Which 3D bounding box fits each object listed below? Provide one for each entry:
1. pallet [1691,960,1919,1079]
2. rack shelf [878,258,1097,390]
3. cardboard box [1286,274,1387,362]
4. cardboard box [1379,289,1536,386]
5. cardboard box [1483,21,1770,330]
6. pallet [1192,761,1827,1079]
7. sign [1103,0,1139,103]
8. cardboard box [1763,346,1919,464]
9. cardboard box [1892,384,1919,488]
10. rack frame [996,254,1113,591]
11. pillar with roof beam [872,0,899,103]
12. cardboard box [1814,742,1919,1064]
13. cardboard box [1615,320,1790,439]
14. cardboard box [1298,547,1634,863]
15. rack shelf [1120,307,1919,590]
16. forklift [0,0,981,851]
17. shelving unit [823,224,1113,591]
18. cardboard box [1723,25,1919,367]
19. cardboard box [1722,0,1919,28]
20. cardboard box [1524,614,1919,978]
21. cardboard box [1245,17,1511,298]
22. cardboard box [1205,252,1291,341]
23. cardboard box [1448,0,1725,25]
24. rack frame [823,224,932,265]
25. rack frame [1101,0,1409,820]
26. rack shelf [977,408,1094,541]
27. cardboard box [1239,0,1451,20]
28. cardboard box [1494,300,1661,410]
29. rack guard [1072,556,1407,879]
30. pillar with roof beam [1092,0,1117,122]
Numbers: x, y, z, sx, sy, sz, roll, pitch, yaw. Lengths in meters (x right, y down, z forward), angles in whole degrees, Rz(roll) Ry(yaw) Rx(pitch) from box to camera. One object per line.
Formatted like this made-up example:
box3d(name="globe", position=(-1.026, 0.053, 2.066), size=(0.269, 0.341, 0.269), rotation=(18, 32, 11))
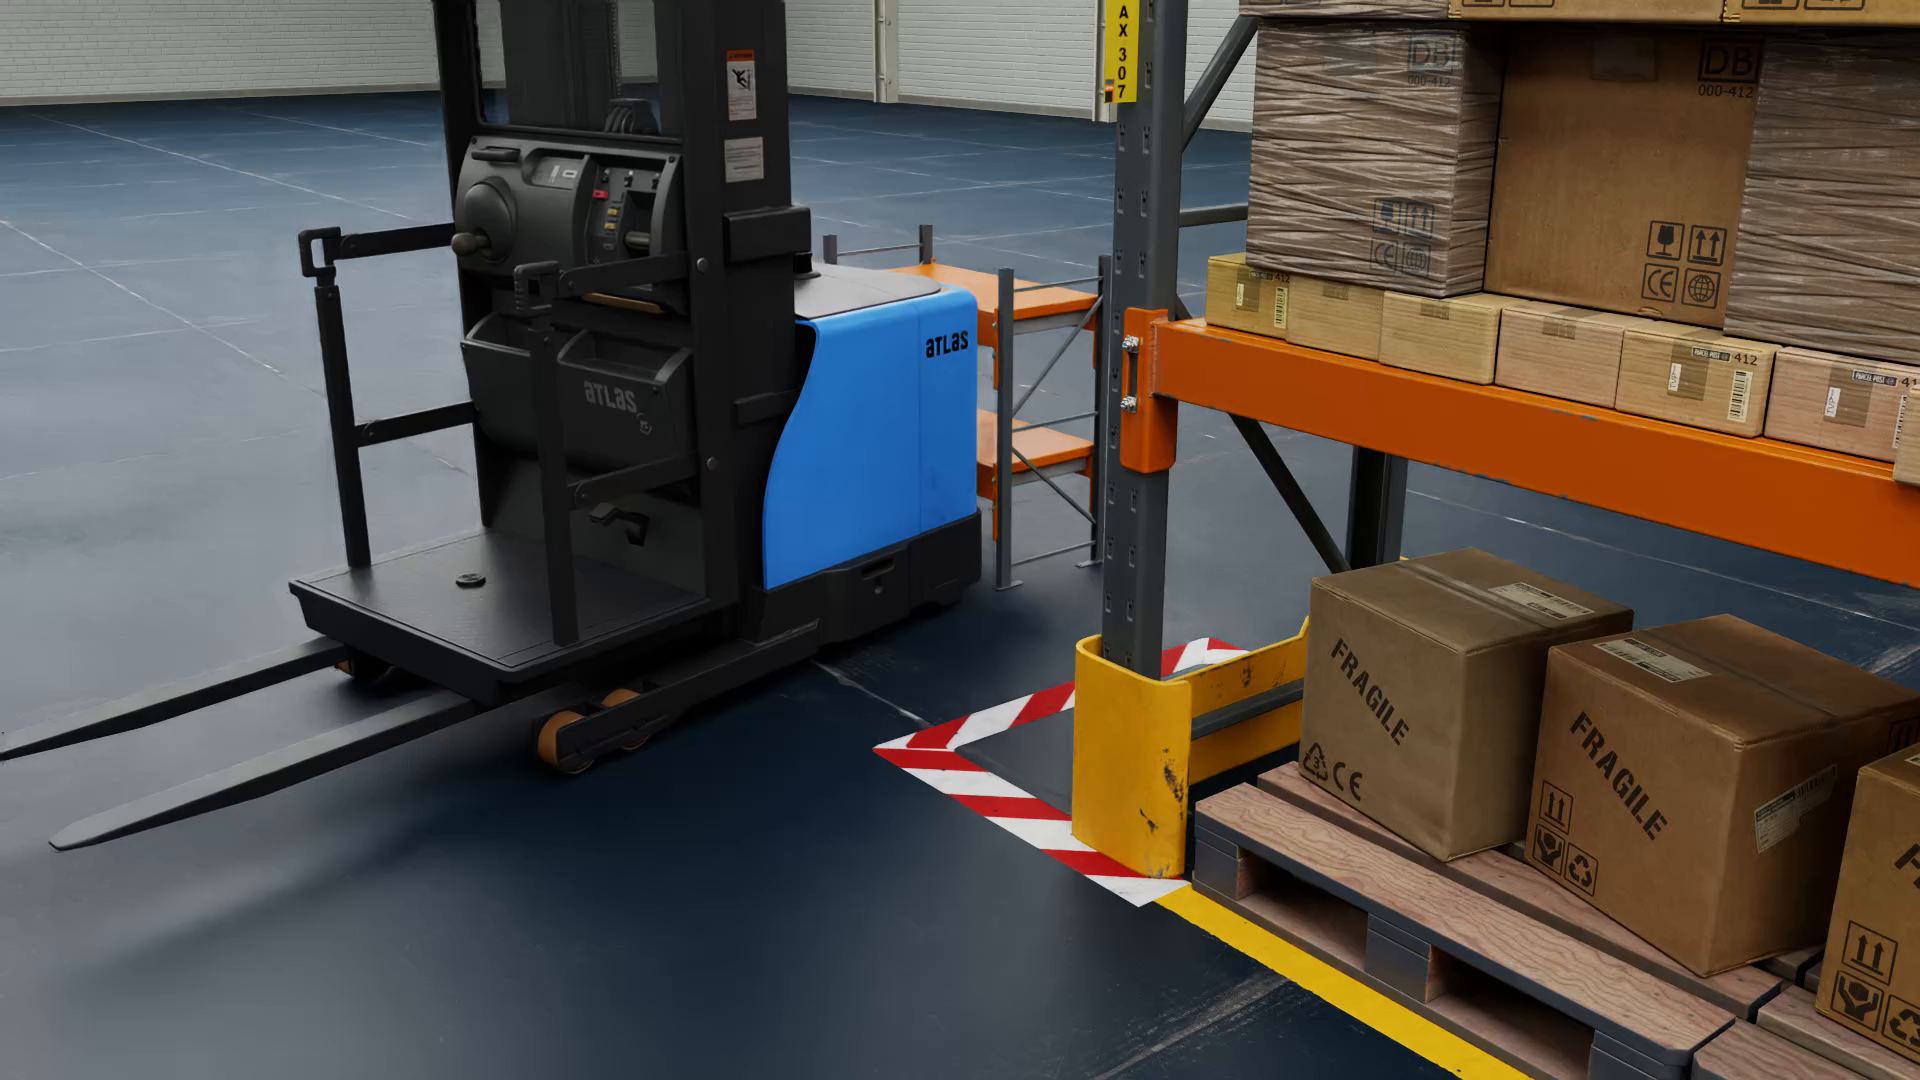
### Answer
box3d(name="pallet", position=(2.048, 1.063, 2.818), size=(1.003, 0.211, 1.213), rotation=(-14, 23, -36))
box3d(name="rack shelf", position=(0.009, -0.811, 6.092), size=(0.538, 0.278, 1.000), rotation=(-14, 23, -37))
box3d(name="cardboard box", position=(0.901, -0.486, 3.458), size=(0.380, 0.149, 0.250), rotation=(-14, 23, -36))
box3d(name="cardboard box", position=(1.044, -0.422, 3.263), size=(0.380, 0.149, 0.250), rotation=(-14, 23, -36))
box3d(name="cardboard box", position=(1.495, -0.735, 3.179), size=(0.875, 0.500, 0.500), rotation=(-14, 23, -36))
box3d(name="pallet", position=(1.294, 0.762, 3.725), size=(1.003, 0.211, 1.213), rotation=(-14, 23, -36))
box3d(name="sign", position=(0.345, -1.092, 3.513), size=(0.100, 0.325, 0.005), rotation=(-14, 23, -36))
box3d(name="cardboard box", position=(1.542, -0.245, 2.729), size=(0.380, 0.149, 0.250), rotation=(-14, 23, -36))
box3d(name="cardboard box", position=(1.616, -0.163, 2.482), size=(0.380, 0.149, 0.250), rotation=(-14, 23, -36))
box3d(name="rack frame", position=(0.330, -0.410, 5.810), size=(0.500, 1.125, 0.032), rotation=(-14, 23, -37))
box3d(name="pillar with roof beam", position=(-4.744, -11.606, 27.096), size=(9.100, 9.000, 0.400), rotation=(-14, 23, -36))
box3d(name="cardboard box", position=(1.917, 0.656, 2.919), size=(0.500, 0.500, 0.500), rotation=(-12, 22, -31))
box3d(name="cardboard box", position=(1.365, -0.301, 2.899), size=(0.380, 0.149, 0.250), rotation=(-14, 23, -36))
box3d(name="cardboard box", position=(1.145, 0.357, 3.821), size=(0.500, 0.500, 0.500), rotation=(-9, 20, -26))
box3d(name="rack shelf", position=(2.012, 0.047, 2.593), size=(1.077, 0.370, 4.000), rotation=(-14, 23, -36))
box3d(name="forklift", position=(-1.253, -0.940, 4.538), size=(1.130, 2.935, 3.031), rotation=(15, 23, 37))
box3d(name="shelving unit", position=(0.009, -0.534, 6.184), size=(0.538, 1.125, 1.048), rotation=(-14, 23, -37))
box3d(name="cardboard box", position=(1.772, -0.604, 2.782), size=(0.875, 0.500, 0.500), rotation=(-14, 23, -36))
box3d(name="cardboard box", position=(1.515, -1.015, 2.432), size=(0.500, 0.500, 0.500), rotation=(-14, 23, -36))
box3d(name="cardboard box", position=(1.543, 0.498, 3.396), size=(0.500, 0.500, 0.500), rotation=(-8, 20, -22))
box3d(name="cardboard box", position=(1.090, -0.835, 3.481), size=(0.875, 0.500, 0.500), rotation=(-14, 23, -36))
box3d(name="cardboard box", position=(0.761, -0.551, 3.656), size=(0.380, 0.149, 0.250), rotation=(-14, 23, -36))
box3d(name="cardboard box", position=(1.203, -1.137, 2.803), size=(0.500, 0.500, 0.500), rotation=(-14, 23, -36))
box3d(name="rack frame", position=(-0.312, -0.658, 6.559), size=(0.500, 1.125, 0.032), rotation=(-14, 23, -37))
box3d(name="rack frame", position=(0.771, -0.787, 3.969), size=(1.000, 3.000, 0.127), rotation=(-14, 23, -36))
box3d(name="rack shelf", position=(0.009, -0.301, 6.261), size=(0.538, 0.278, 1.000), rotation=(-14, 23, -37))
box3d(name="cardboard box", position=(0.898, -1.262, 3.179), size=(0.500, 0.500, 0.500), rotation=(-14, 23, -36))
box3d(name="cardboard box", position=(1.216, -0.364, 3.090), size=(0.380, 0.149, 0.250), rotation=(-14, 23, -36))
box3d(name="rack guard", position=(0.818, 0.418, 4.305), size=(1.175, 0.500, 0.348), rotation=(-14, 23, -36))
box3d(name="pillar with roof beam", position=(-1.019, -10.127, 22.631), size=(9.100, 9.000, 0.400), rotation=(-14, 23, -36))
